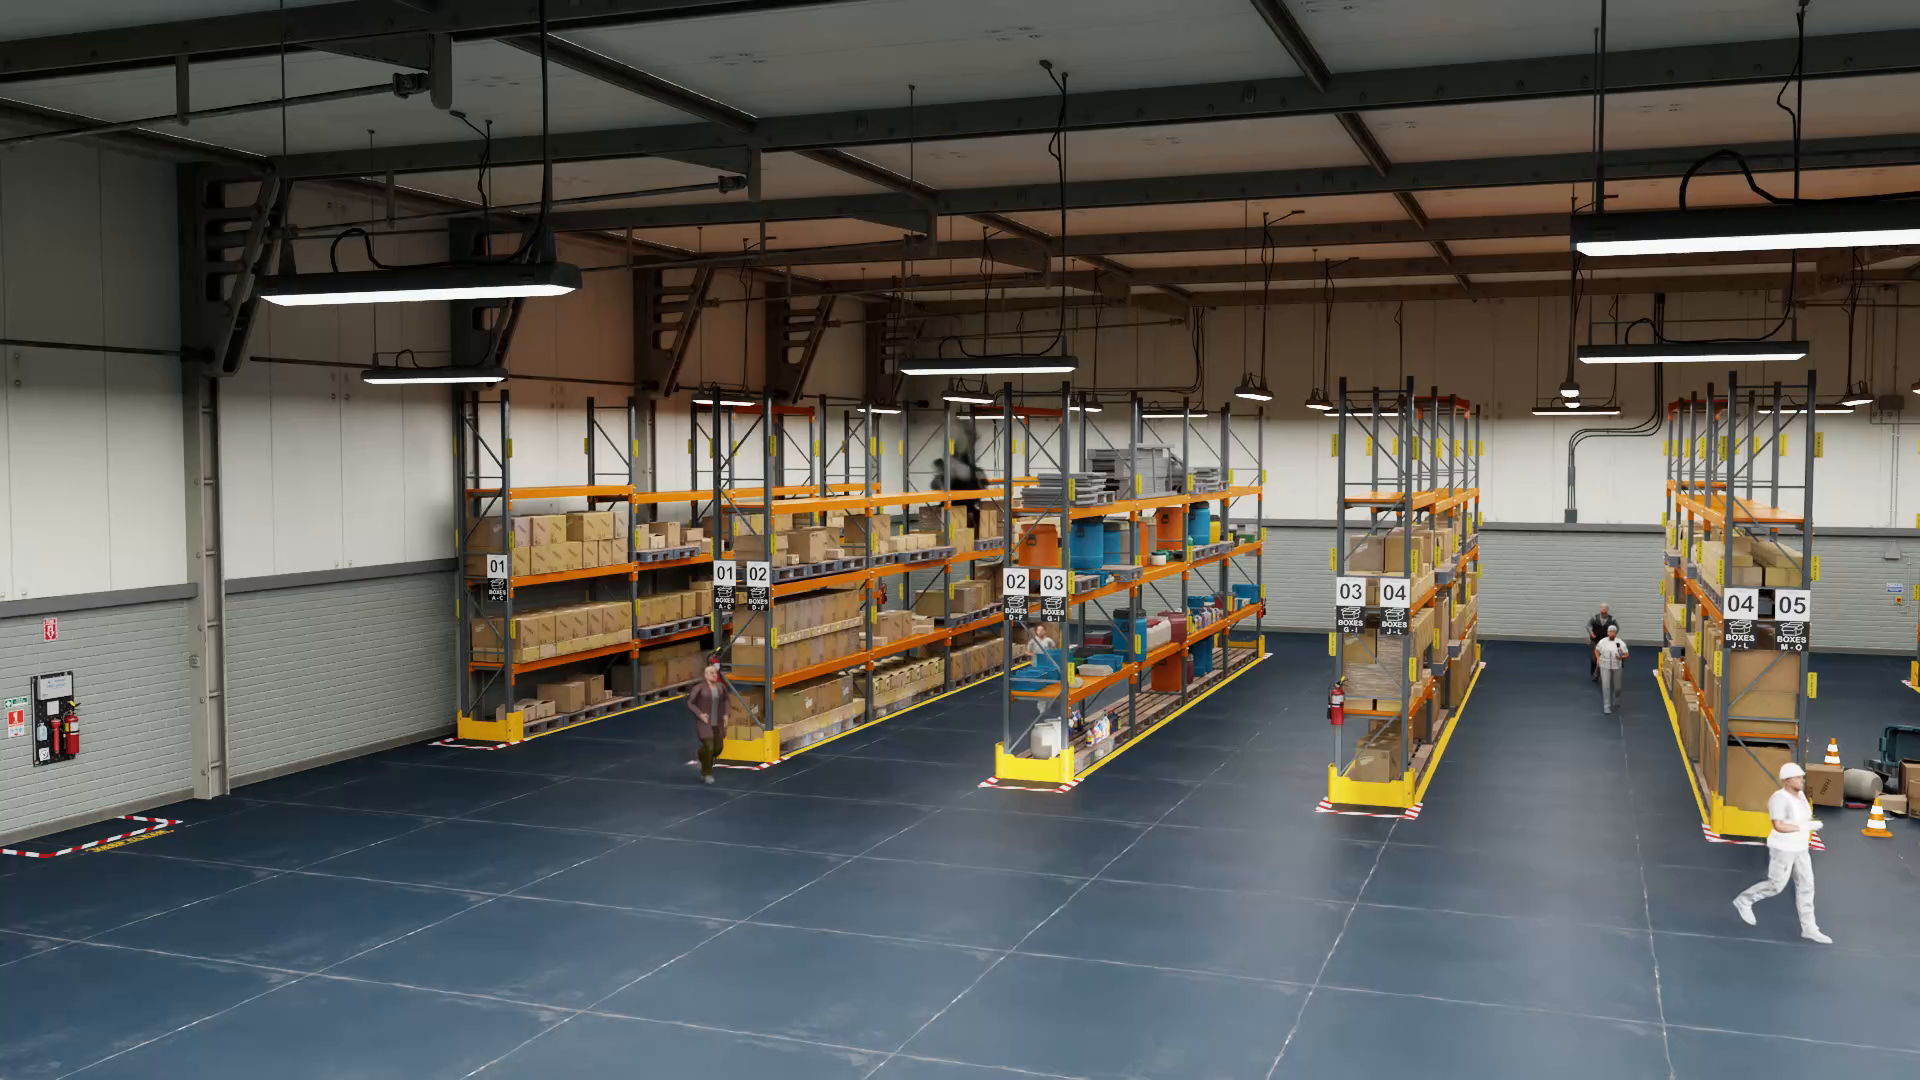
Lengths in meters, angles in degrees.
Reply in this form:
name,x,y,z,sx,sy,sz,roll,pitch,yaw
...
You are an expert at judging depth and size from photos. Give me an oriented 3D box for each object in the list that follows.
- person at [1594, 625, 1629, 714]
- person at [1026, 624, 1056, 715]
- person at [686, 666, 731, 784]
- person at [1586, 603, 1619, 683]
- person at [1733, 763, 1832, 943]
name,x,y,z,sx,sy,sz,roll,pitch,yaw
person,12.369,2.438,31.588,0.619,1.637,0.862,1,3,22
person,1.520,2.409,31.315,0.570,1.664,0.908,0,3,7
person,-3.805,2.768,25.131,0.760,1.741,0.690,-3,4,-39
person,13.826,2.199,35.798,0.673,1.688,0.734,1,3,24
person,8.420,3.146,16.965,0.685,1.765,0.984,-2,4,-36
